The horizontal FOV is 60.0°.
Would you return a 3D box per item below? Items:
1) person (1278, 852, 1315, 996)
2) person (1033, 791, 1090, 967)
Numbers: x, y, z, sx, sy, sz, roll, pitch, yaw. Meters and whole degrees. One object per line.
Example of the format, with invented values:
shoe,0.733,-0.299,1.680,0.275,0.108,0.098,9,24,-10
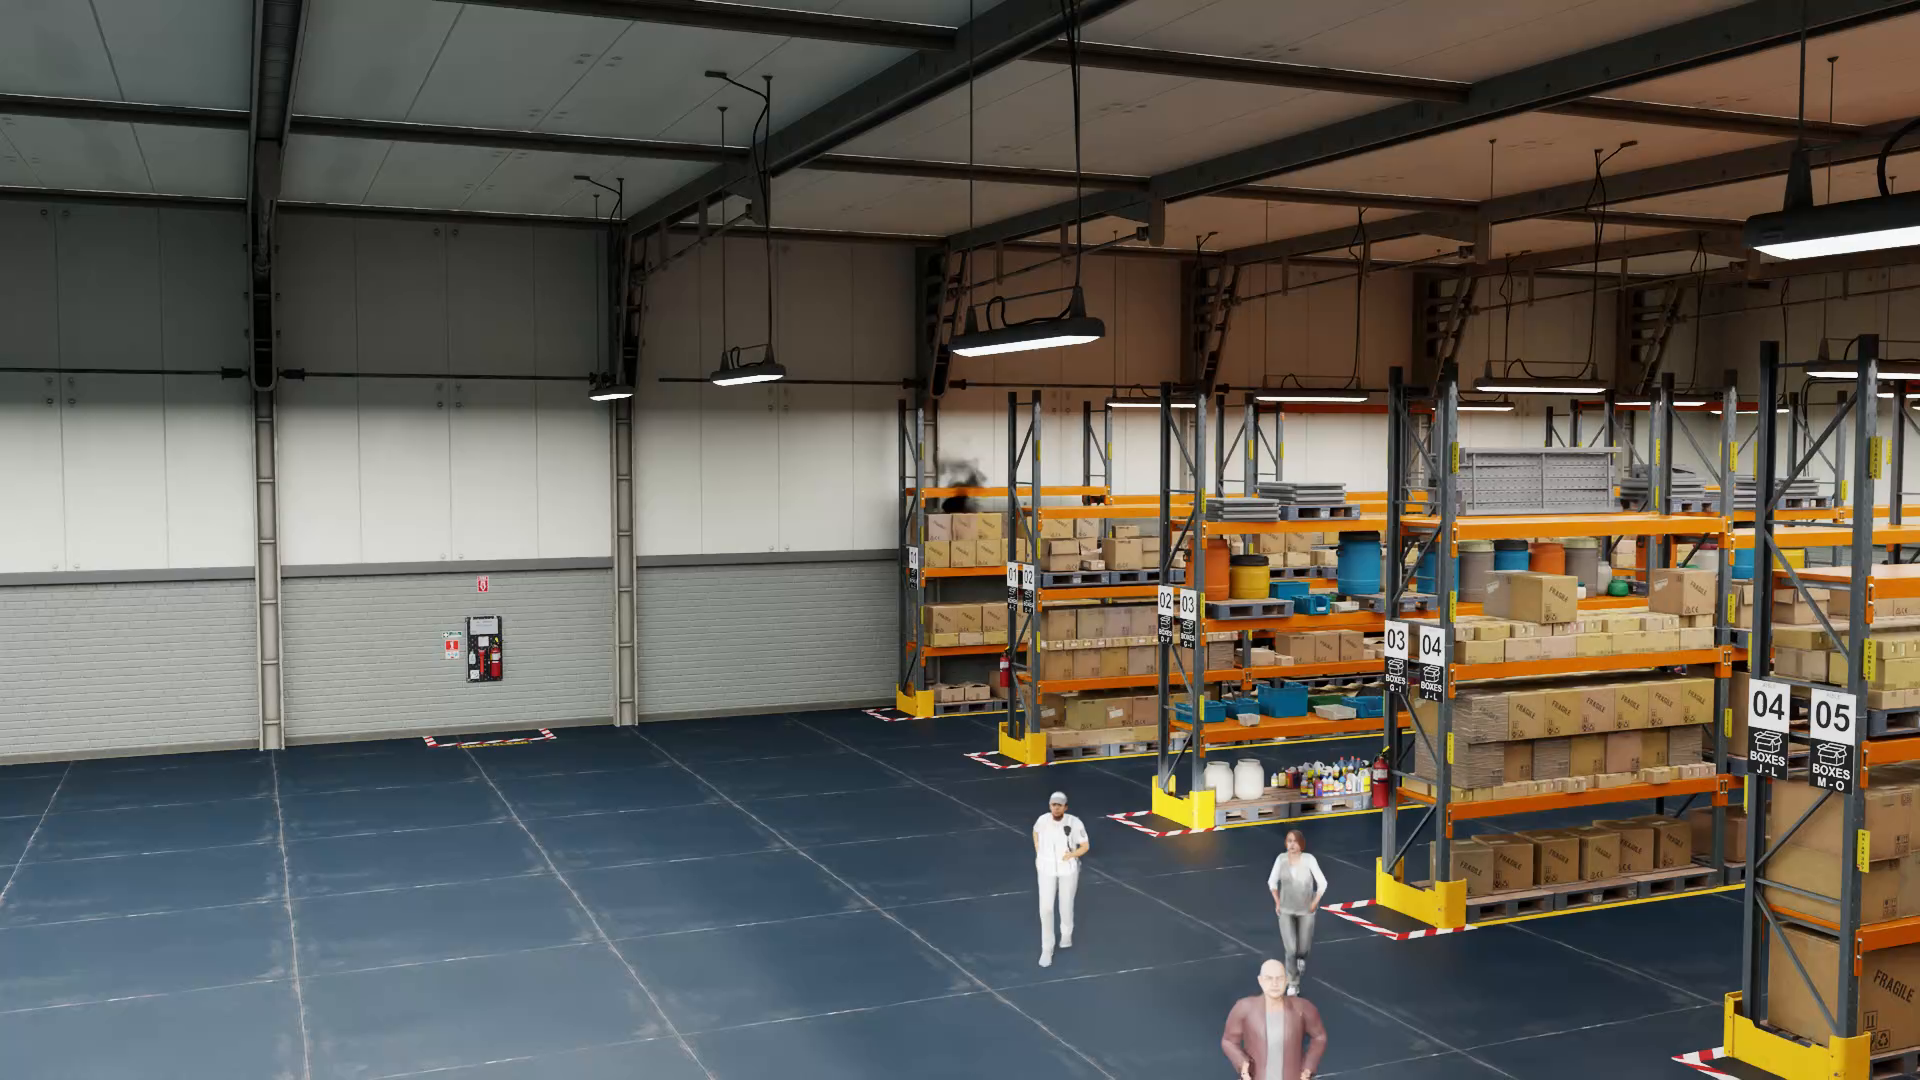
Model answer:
person,3.162,3.587,15.591,0.346,1.360,0.557,1,3,17
person,1.008,3.366,16.706,0.591,1.722,0.771,0,3,8
